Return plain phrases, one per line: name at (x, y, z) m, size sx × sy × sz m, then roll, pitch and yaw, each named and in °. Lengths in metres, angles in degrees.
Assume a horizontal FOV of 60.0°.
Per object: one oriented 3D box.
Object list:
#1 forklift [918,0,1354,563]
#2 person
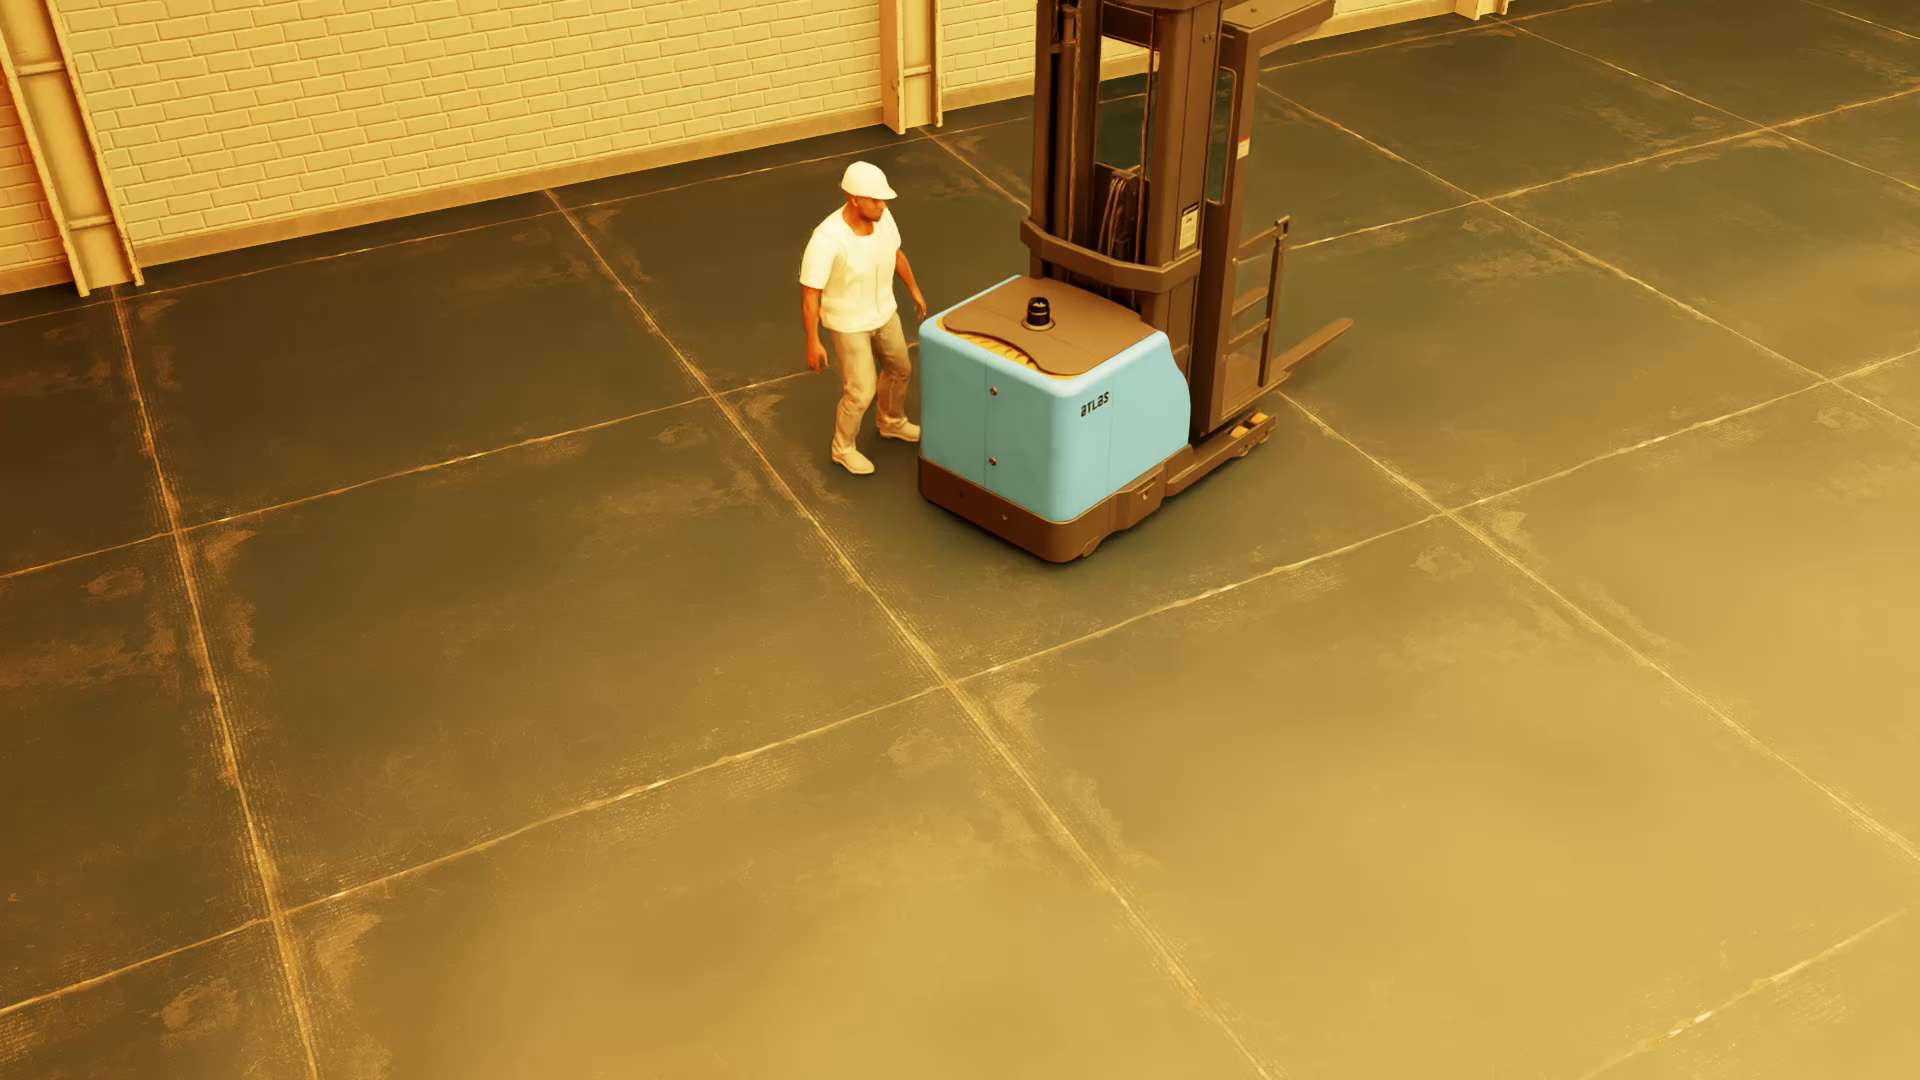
forklift at (1.144, -1.846, 8.734) m, size 1.130 × 2.935 × 3.031 m, roll 28°, pitch 44°, yaw 34°
person at (-0.498, -1.177, 8.822) m, size 0.392 × 1.743 × 0.809 m, roll 26°, pitch 43°, yaw 32°
